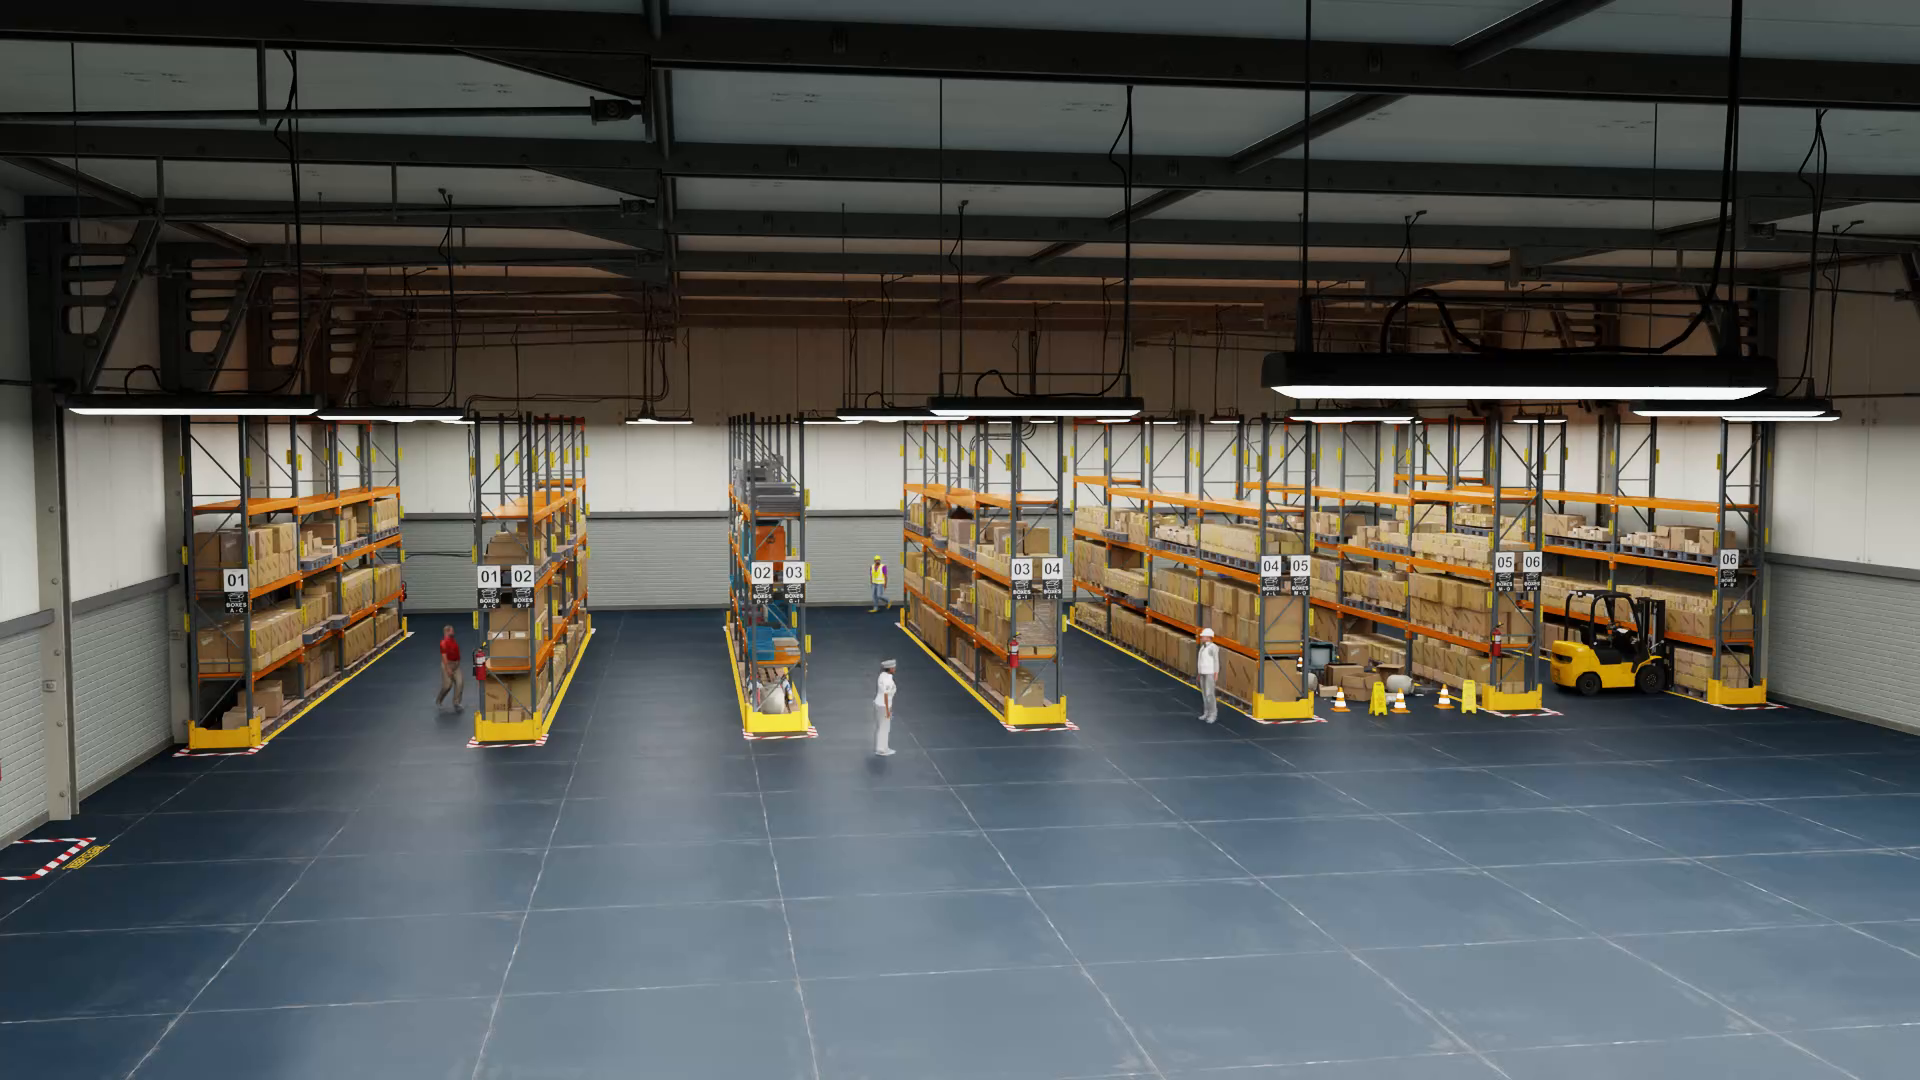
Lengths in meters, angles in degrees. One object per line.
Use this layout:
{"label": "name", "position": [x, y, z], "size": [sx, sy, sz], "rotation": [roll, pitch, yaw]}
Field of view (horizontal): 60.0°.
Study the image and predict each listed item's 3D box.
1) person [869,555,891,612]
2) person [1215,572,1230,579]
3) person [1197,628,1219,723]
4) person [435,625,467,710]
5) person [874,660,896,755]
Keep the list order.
{"label": "person", "position": [-2.488, 1.347, 51.325], "size": [0.667, 1.758, 0.556], "rotation": [-4, 5, -44]}
{"label": "person", "position": [8.277, 1.342, 52.445], "size": [0.549, 1.707, 0.436], "rotation": [-2, 4, -30]}
{"label": "person", "position": [4.842, 2.637, 32.472], "size": [0.381, 1.810, 0.628], "rotation": [-1, 4, -20]}
{"label": "person", "position": [-10.344, 2.596, 33.750], "size": [0.679, 1.738, 0.580], "rotation": [1, 4, 21]}
{"label": "person", "position": [-1.299, 2.924, 29.040], "size": [0.392, 1.678, 0.476], "rotation": [0, 4, -7]}
